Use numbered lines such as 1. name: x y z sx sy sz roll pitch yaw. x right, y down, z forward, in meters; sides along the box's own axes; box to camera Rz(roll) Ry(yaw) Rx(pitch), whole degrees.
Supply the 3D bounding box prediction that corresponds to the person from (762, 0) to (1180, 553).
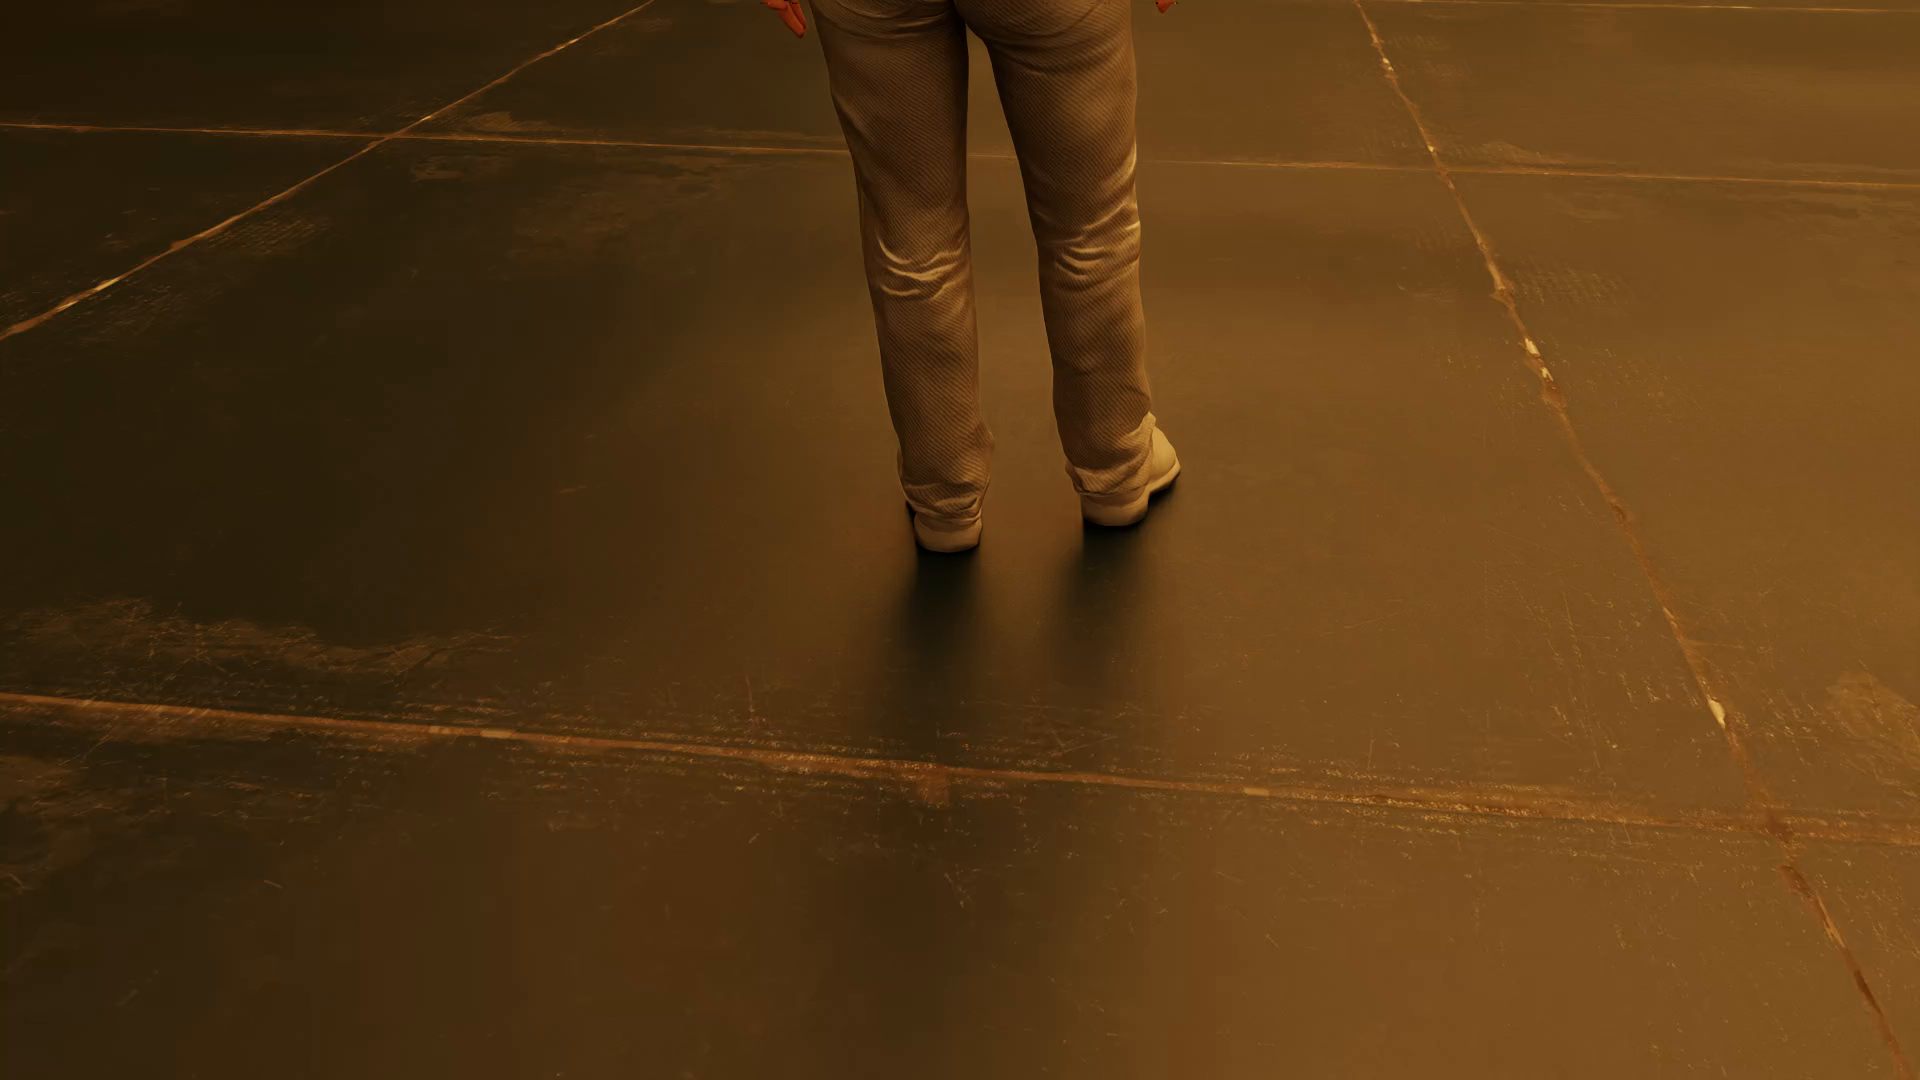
1. person: 0.016 -0.828 2.156 0.633 1.775 0.566 3 27 7
